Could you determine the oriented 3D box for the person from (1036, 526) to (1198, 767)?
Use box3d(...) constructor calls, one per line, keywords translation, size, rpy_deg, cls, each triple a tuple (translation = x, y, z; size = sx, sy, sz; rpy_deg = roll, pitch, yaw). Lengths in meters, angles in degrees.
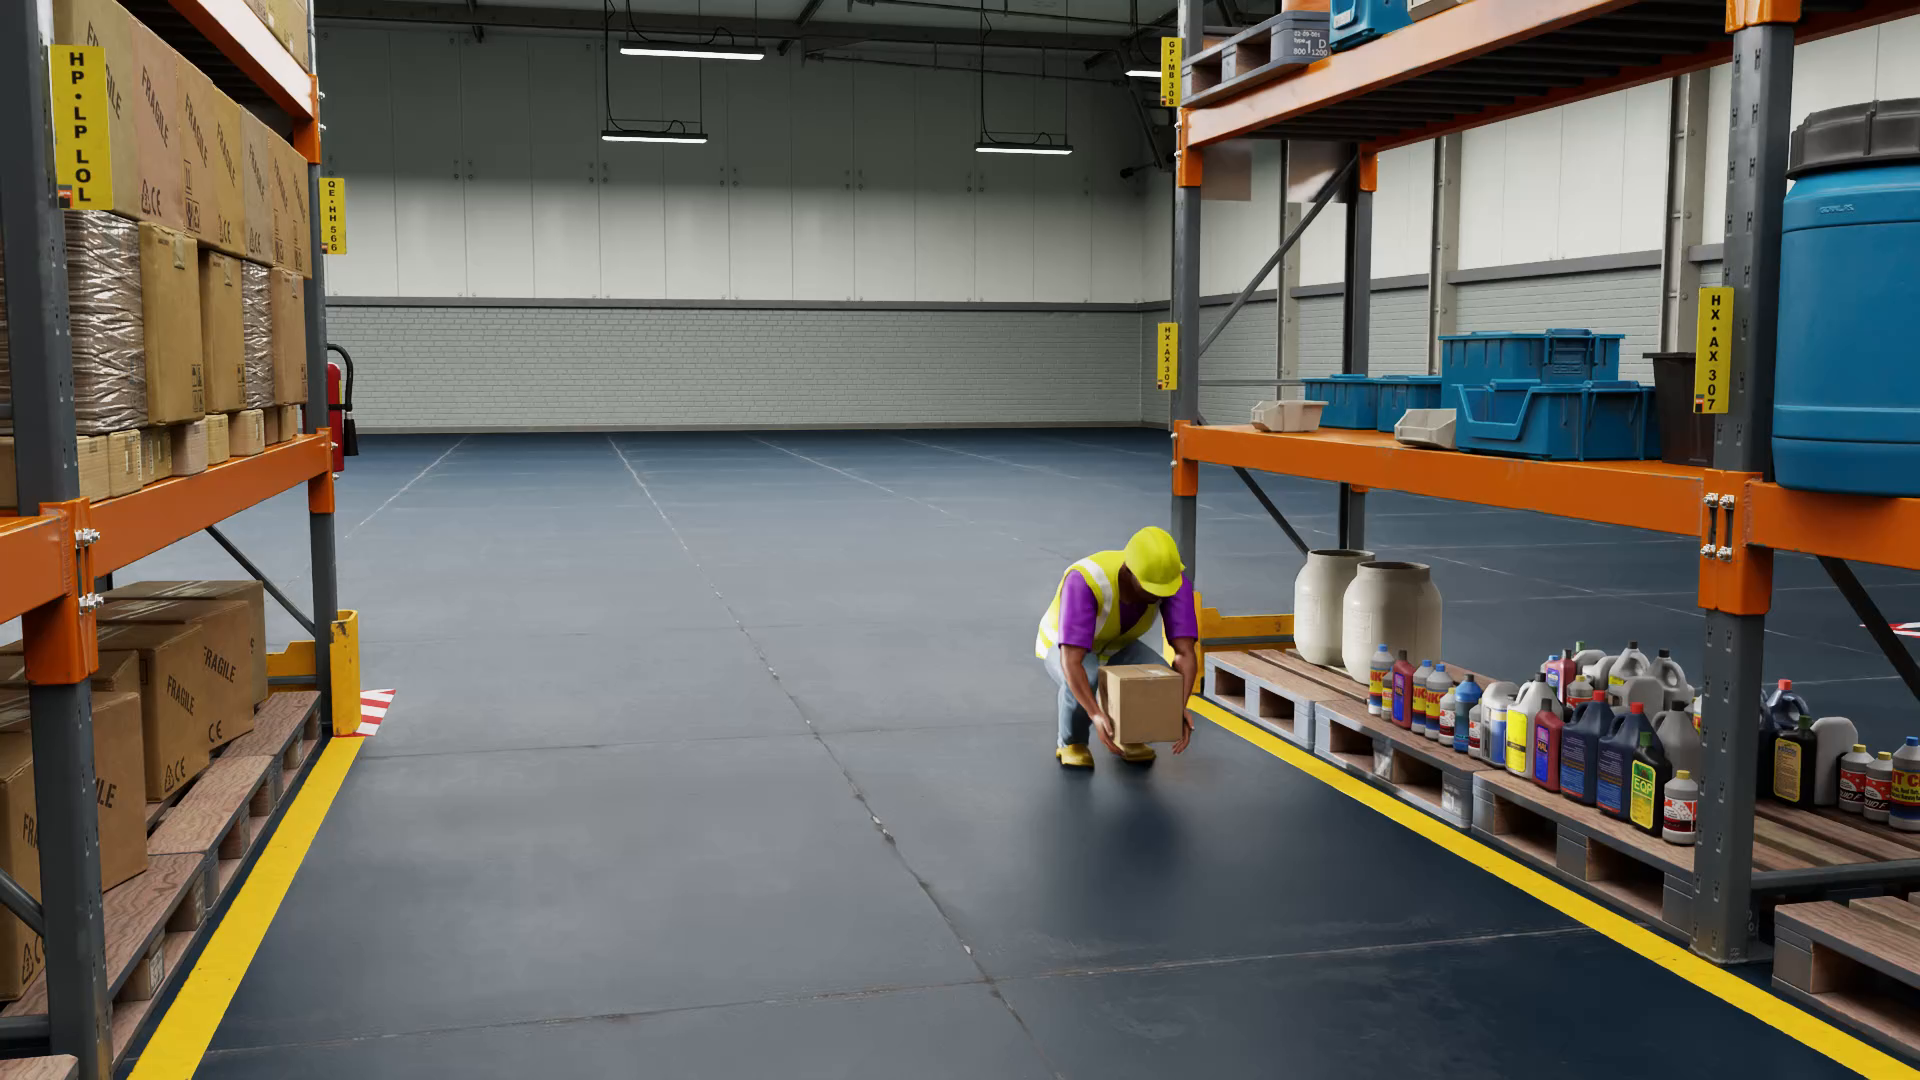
box3d(translation=(0.630, 0.416, 6.612), size=(0.590, 0.995, 0.891), rpy_deg=(-1, 6, -14), cls="person")
